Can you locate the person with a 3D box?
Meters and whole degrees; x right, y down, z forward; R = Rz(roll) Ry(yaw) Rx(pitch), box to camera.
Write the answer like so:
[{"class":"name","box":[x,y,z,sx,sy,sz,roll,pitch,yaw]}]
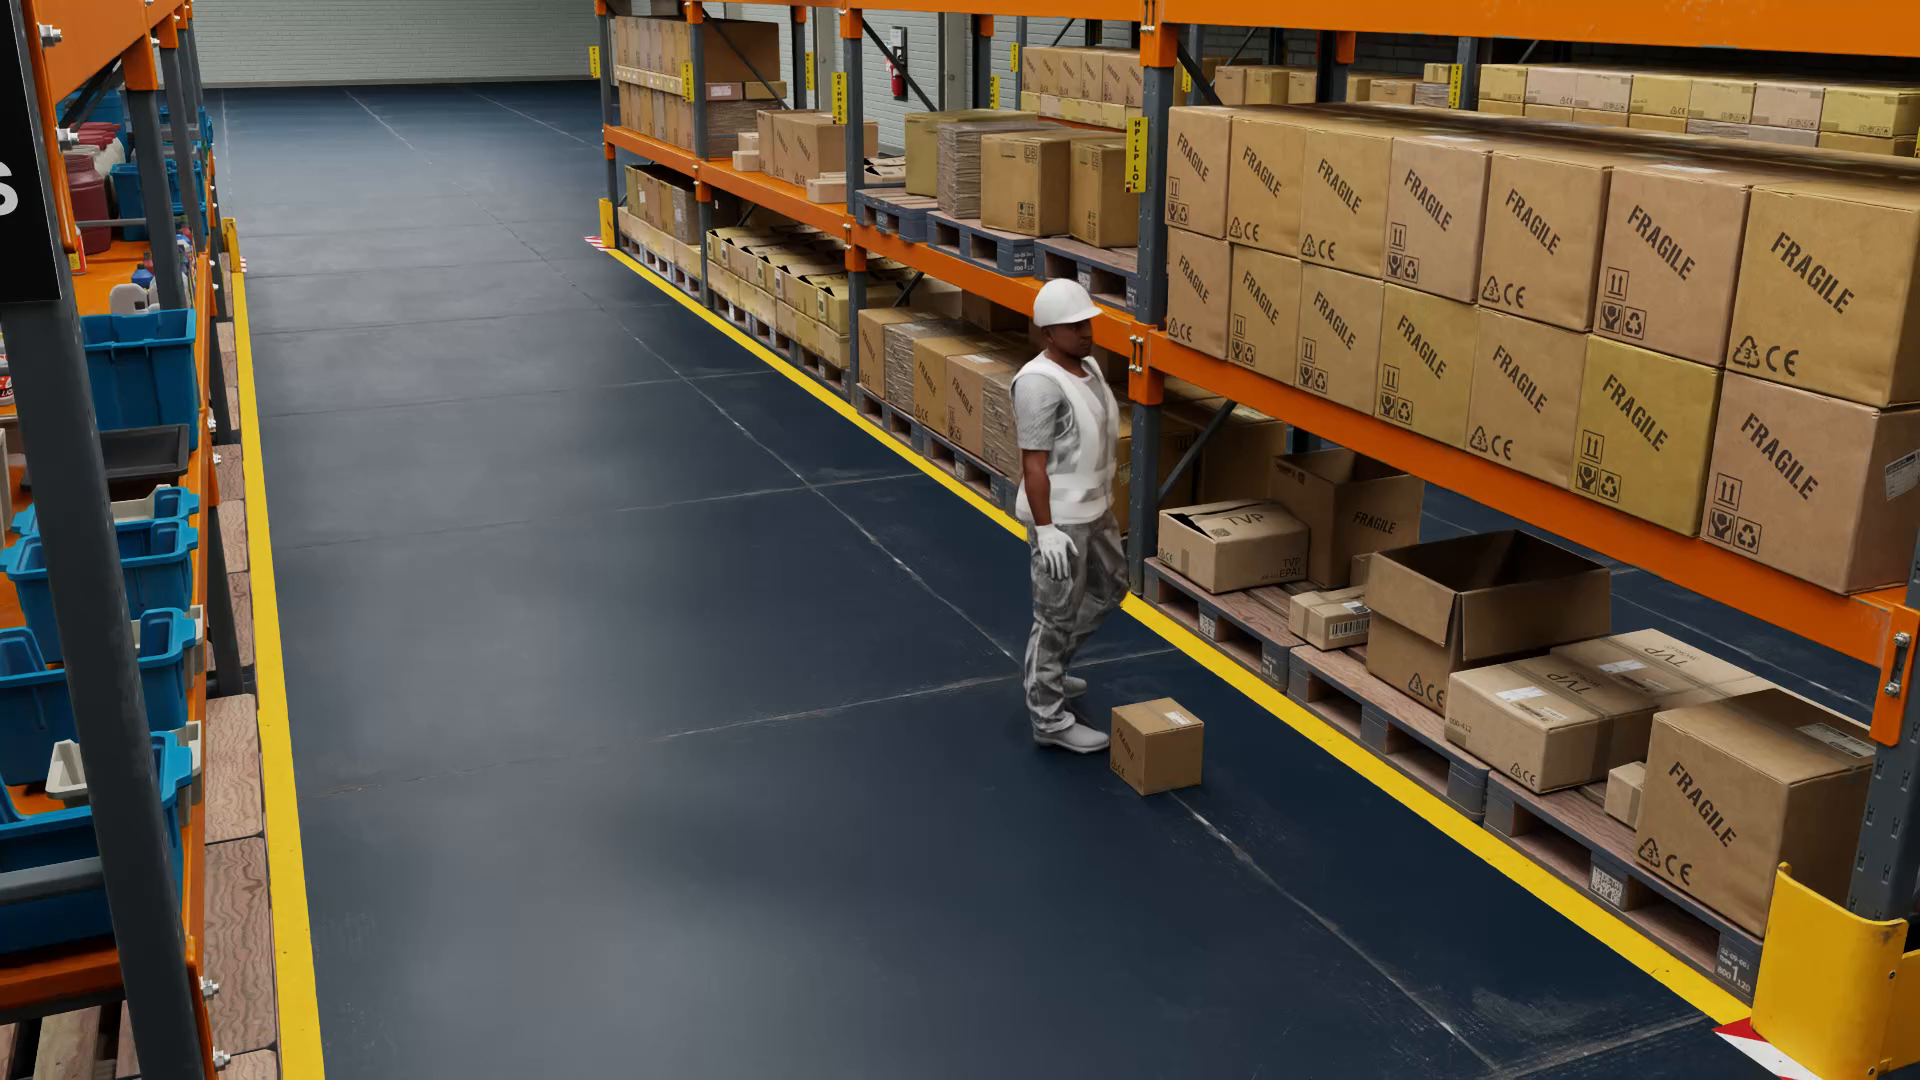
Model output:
[{"class":"person","box":[0.416,-0.095,6.255,0.429,1.787,0.623,7,20,21]}]
